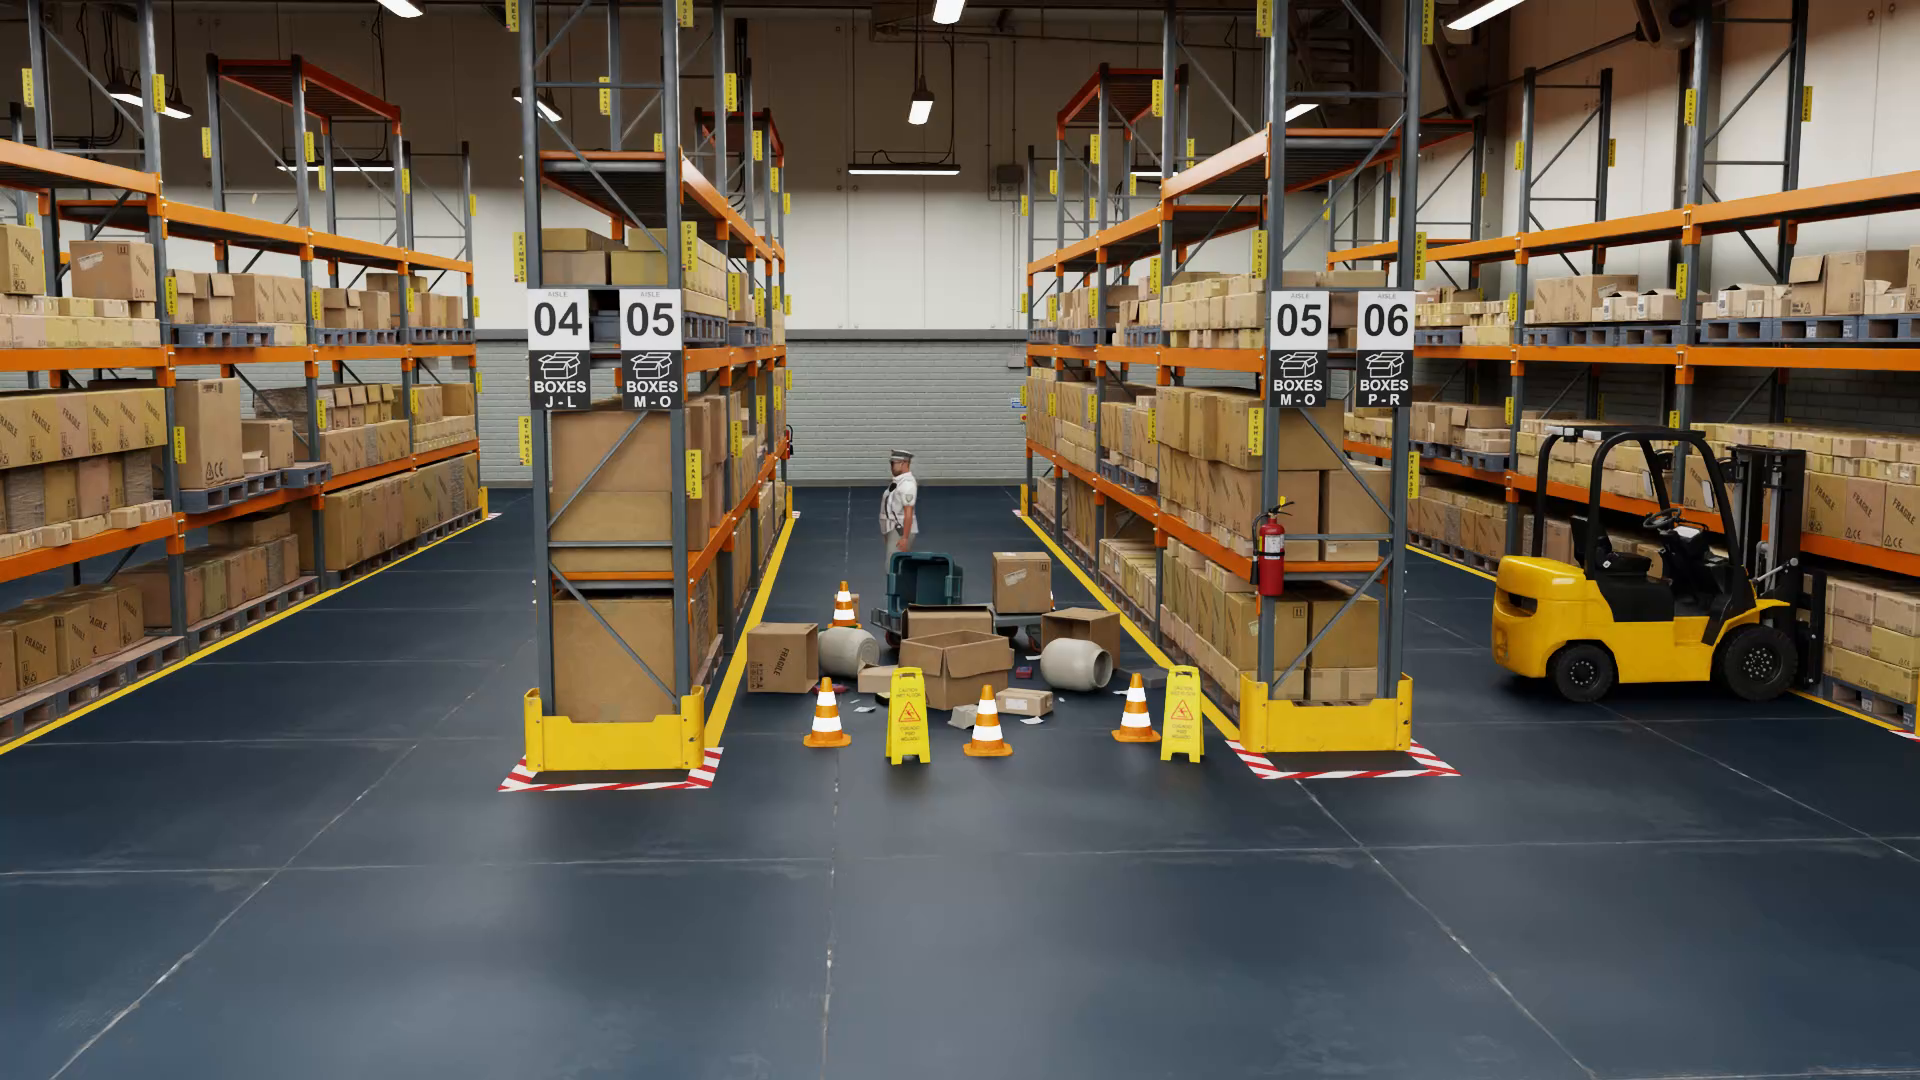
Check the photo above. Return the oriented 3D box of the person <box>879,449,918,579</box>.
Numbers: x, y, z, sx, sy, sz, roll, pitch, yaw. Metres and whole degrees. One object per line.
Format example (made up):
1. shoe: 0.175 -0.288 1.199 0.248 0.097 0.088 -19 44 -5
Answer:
1. person: -0.663 -0.042 17.132 0.492 1.786 0.553 -1 7 -11
